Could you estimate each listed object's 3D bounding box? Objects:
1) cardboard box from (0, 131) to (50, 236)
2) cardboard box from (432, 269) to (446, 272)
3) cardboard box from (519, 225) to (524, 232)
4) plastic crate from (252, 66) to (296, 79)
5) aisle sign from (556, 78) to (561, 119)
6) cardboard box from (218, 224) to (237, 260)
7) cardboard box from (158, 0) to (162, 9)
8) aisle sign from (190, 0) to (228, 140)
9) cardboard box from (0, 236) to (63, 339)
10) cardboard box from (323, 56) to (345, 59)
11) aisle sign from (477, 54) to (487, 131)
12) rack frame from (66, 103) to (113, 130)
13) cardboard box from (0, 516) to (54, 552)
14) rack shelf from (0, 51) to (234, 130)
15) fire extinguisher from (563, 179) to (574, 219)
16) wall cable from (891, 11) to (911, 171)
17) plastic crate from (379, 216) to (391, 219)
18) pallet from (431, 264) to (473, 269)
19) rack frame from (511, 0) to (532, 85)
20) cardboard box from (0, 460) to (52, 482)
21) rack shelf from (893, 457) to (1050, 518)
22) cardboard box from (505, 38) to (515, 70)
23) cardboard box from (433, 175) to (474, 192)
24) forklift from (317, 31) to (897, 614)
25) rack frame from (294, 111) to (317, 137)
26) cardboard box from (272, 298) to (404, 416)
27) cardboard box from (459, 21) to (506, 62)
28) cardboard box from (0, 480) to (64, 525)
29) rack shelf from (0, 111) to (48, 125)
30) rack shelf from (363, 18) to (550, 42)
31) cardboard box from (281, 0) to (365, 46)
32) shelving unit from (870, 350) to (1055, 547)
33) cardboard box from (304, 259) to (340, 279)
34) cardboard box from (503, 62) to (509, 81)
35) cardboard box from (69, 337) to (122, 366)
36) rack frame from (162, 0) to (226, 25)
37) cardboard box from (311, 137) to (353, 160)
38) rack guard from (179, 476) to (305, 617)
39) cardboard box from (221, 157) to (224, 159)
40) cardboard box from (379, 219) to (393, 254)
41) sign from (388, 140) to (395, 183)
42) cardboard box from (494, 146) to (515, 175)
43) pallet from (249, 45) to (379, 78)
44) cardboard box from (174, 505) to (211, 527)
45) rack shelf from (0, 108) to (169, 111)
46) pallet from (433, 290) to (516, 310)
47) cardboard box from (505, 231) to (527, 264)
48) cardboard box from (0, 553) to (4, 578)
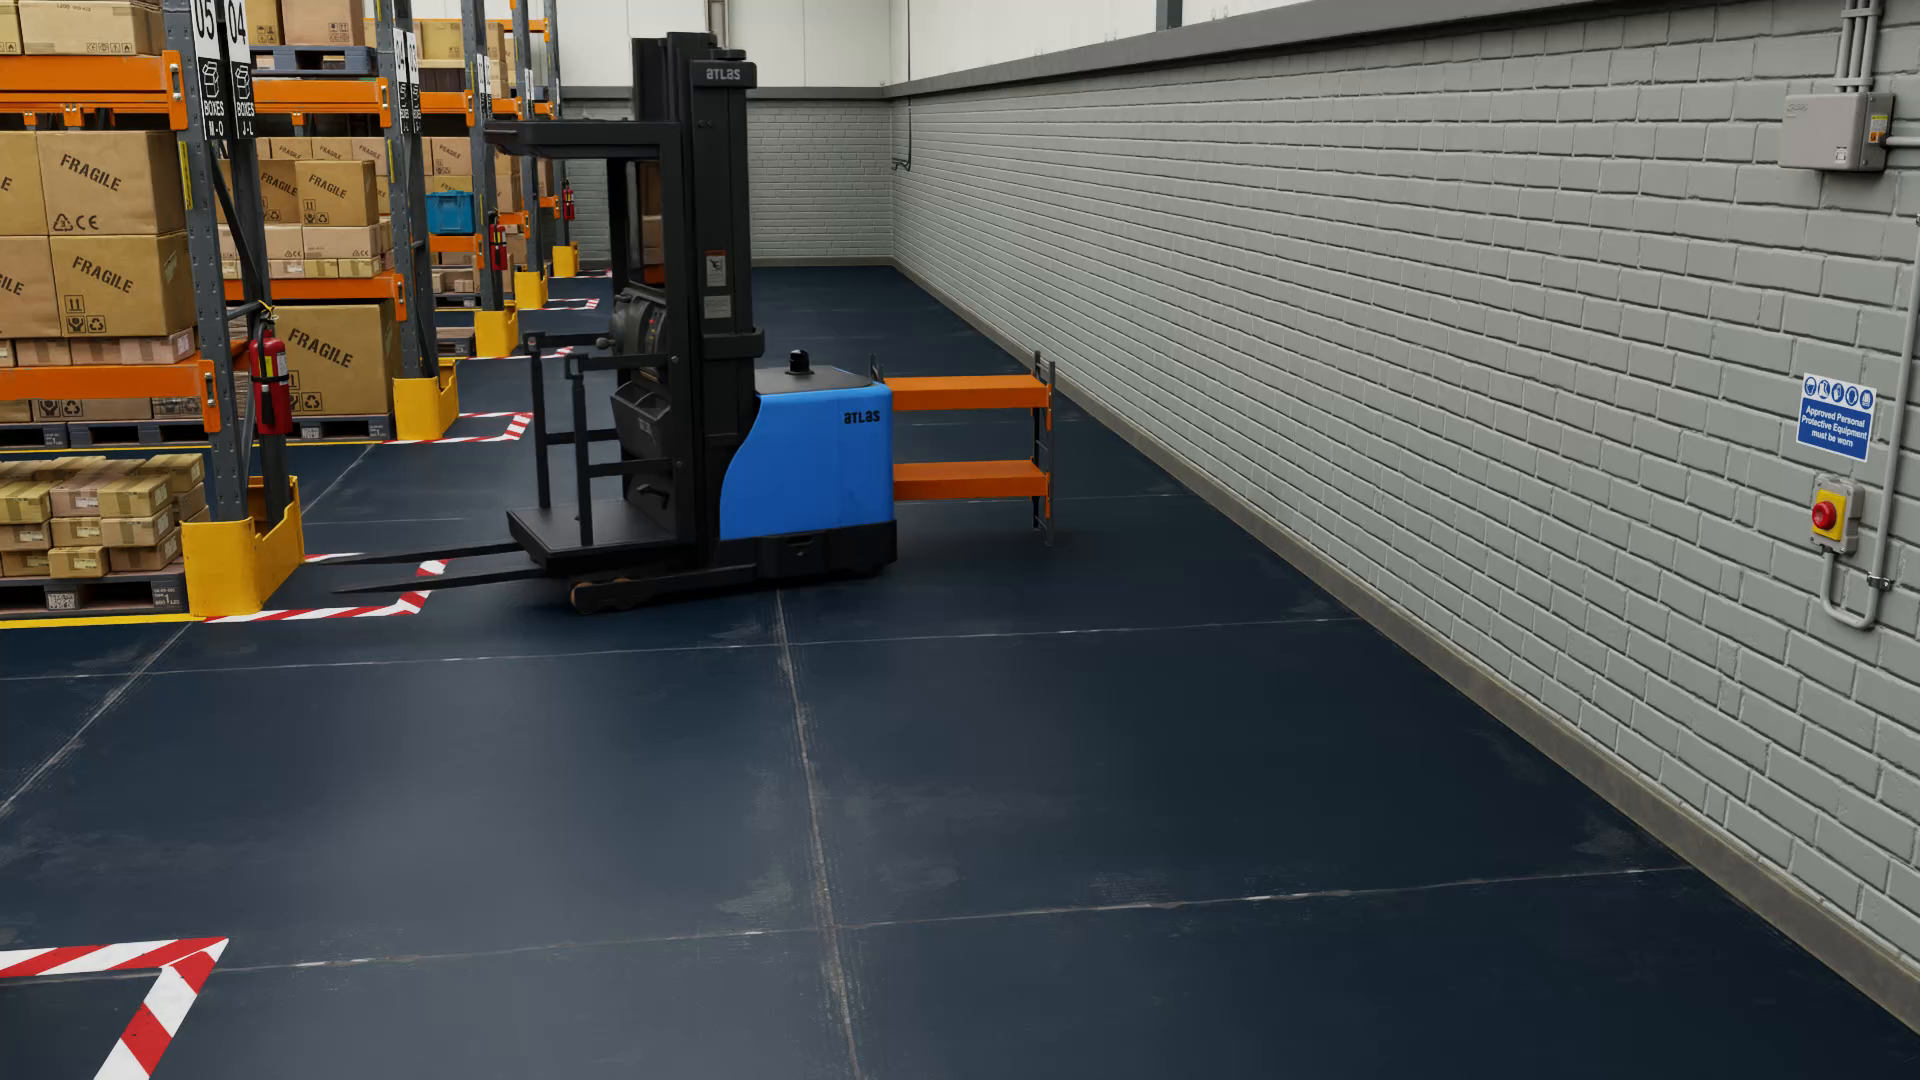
[{"bbox_3d":[-4.764,-1.784,8.298,0.500,0.500,0.500,-3,14,-10],"label":"cardboard box"},{"bbox_3d":[-7.527,-3.673,23.450,0.500,0.250,0.500,-2,14,-8],"label":"cardboard box"},{"bbox_3d":[-7.283,-5.282,28.058,0.250,0.149,0.380,-2,14,-8],"label":"cardboard box"},{"bbox_3d":[-7.462,-4.981,17.994,0.530,0.282,0.437,-2,14,-8],"label":"plastic crate"},{"bbox_3d":[-6.584,-7.164,27.277,0.004,0.787,0.394,-2,14,-8],"label":"aisle sign"},{"bbox_3d":[-5.931,-2.352,13.129,0.500,0.250,0.500,-3,14,-10],"label":"cardboard box"},{"bbox_3d":[-4.330,-2.872,8.623,0.500,0.250,0.500,-2,14,-7],"label":"cardboard box"},{"bbox_3d":[-3.730,-2.393,8.253,0.004,0.787,0.394,-2,14,-8],"label":"aisle sign"},{"bbox_3d":[-4.763,-1.299,8.417,0.500,0.500,0.500,-2,14,-9],"label":"cardboard box"},{"bbox_3d":[-8.429,-6.655,22.165,0.500,0.500,0.700,-2,14,-8],"label":"cardboard box"},{"bbox_3d":[-5.109,-4.783,17.782,0.004,0.787,0.394,-2,14,-8],"label":"aisle sign"},{"bbox_3d":[-9.179,-3.445,17.791,0.127,3.000,1.000,-2,14,-8],"label":"rack frame"},{"bbox_3d":[-4.840,-0.060,8.679,0.250,0.149,0.380,-3,14,-11],"label":"cardboard box"},{"bbox_3d":[-5.825,-2.235,8.280,4.000,0.370,1.077,-2,14,-8],"label":"rack shelf"},{"bbox_3d":[-6.482,-5.649,27.505,0.183,0.674,0.296,-2,14,-8],"label":"fire extinguisher"},{"bbox_3d":[-1.054,-7.495,27.993,0.112,2.526,3.097,-2,14,-8],"label":"wall cable"},{"bbox_3d":[-6.517,-3.545,18.609,0.298,0.136,0.250,-2,14,-8],"label":"plastic crate"},{"bbox_3d":[-8.683,-4.529,27.847,1.213,0.211,1.003,-2,14,-8],"label":"pallet"},{"bbox_3d":[-5.958,-7.691,22.391,0.127,3.000,1.000,-2,14,-8],"label":"rack frame"},{"bbox_3d":[-5.172,-0.328,9.136,0.250,0.149,0.380,-3,14,-11],"label":"cardboard box"},{"bbox_3d":[0.007,-0.309,10.145,1.000,0.278,0.538,-2,14,-8],"label":"rack shelf"},{"bbox_3d":[-7.383,-7.879,27.002,0.500,0.500,0.500,-2,14,-8],"label":"cardboard box"},{"bbox_3d":[-6.873,-4.728,22.704,0.500,0.500,0.500,-2,14,-8],"label":"cardboard box"},{"bbox_3d":[-1.915,-1.181,8.905,3.031,2.935,1.130,-7,16,-25],"label":"forklift"},{"bbox_3d":[-10.655,-5.828,27.293,0.127,3.000,1.000,-2,14,-8],"label":"rack frame"},{"bbox_3d":[-5.107,-1.529,13.656,0.875,0.875,0.875,-2,14,-8],"label":"cardboard box"},{"bbox_3d":[-6.464,-6.747,22.532,0.500,0.500,0.700,-2,14,-8],"label":"cardboard box"},{"bbox_3d":[-4.827,-0.196,8.610,0.250,0.149,0.380,-2,14,-10],"label":"cardboard box"},{"bbox_3d":[-16.588,-6.716,26.149,4.000,0.370,1.077,-2,14,-8],"label":"rack shelf"},{"bbox_3d":[-8.678,-8.267,26.988,4.000,0.370,1.077,-2,14,-8],"label":"rack shelf"},{"bbox_3d":[-4.992,-4.122,13.051,0.500,0.500,0.700,-3,14,-12],"label":"cardboard box"},{"bbox_3d":[0.007,-0.546,10.086,1.048,1.125,0.538,-2,14,-8],"label":"shelving unit"},{"bbox_3d":[-5.046,-2.174,13.242,0.250,0.149,0.380,-2,14,-8],"label":"cardboard box"},{"bbox_3d":[-6.505,-6.450,22.888,0.500,0.250,0.500,-2,14,-8],"label":"cardboard box"},{"bbox_3d":[-4.379,-1.000,8.559,0.250,0.149,0.380,-2,14,-8],"label":"cardboard box"},{"bbox_3d":[-3.847,-4.111,8.117,0.127,3.000,1.000,-2,14,-8],"label":"rack frame"},{"bbox_3d":[-8.387,-5.156,22.356,0.500,0.500,0.500,-3,14,-10],"label":"cardboard box"},{"bbox_3d":[-3.922,0.014,9.139,0.348,0.500,1.175,-2,14,-8],"label":"rack guard"},{"bbox_3d":[-11.577,-5.932,26.851,0.500,0.500,0.500,-2,14,-8],"label":"cardboard box"},{"bbox_3d":[-5.001,-2.517,13.790,0.500,0.250,0.500,-2,14,-10],"label":"cardboard box"},{"bbox_3d":[-4.419,-2.944,12.926,0.005,0.325,0.100,-2,14,-8],"label":"sign"},{"bbox_3d":[-6.357,-5.232,22.658,0.500,0.500,0.500,-2,14,-9],"label":"cardboard box"},{"bbox_3d":[-5.218,-3.781,13.147,1.213,0.211,1.003,-2,14,-8],"label":"pallet"},{"bbox_3d":[-4.413,-0.080,9.373,0.250,0.149,0.380,-2,14,-7],"label":"cardboard box"},{"bbox_3d":[-11.891,-5.670,21.976,4.000,0.370,1.077,-2,14,-8],"label":"rack shelf"},{"bbox_3d":[-6.822,-3.397,23.332,1.213,0.211,1.003,-2,14,-8],"label":"pallet"},{"bbox_3d":[-7.377,-4.914,27.927,0.500,0.500,0.700,-2,14,-8],"label":"cardboard box"},{"bbox_3d":[-5.092,0.081,8.728,0.250,0.149,0.380,-2,14,-8],"label":"cardboard box"}]
